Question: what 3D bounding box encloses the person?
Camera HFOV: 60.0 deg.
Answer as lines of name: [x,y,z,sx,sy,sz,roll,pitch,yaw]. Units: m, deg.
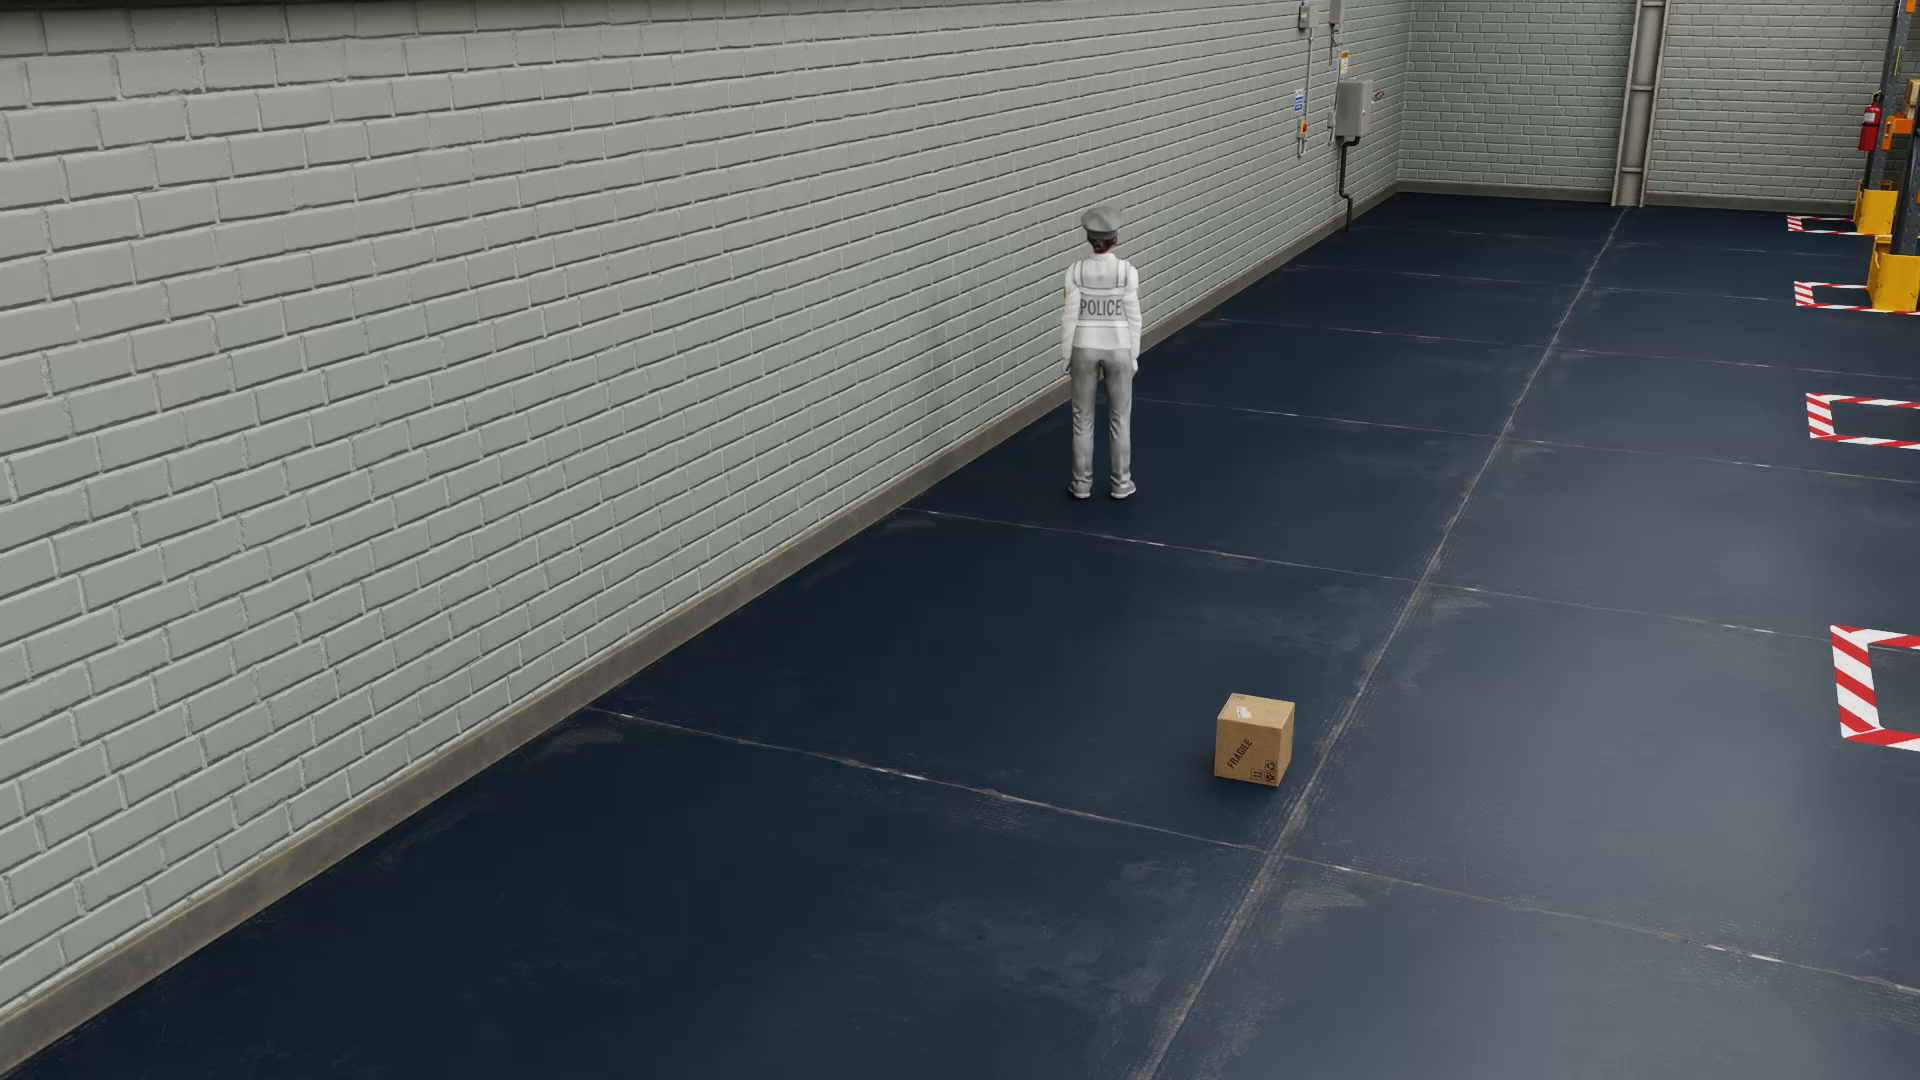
person: [0.811,-1.065,9.585,0.461,1.694,0.354,2,19,5]
